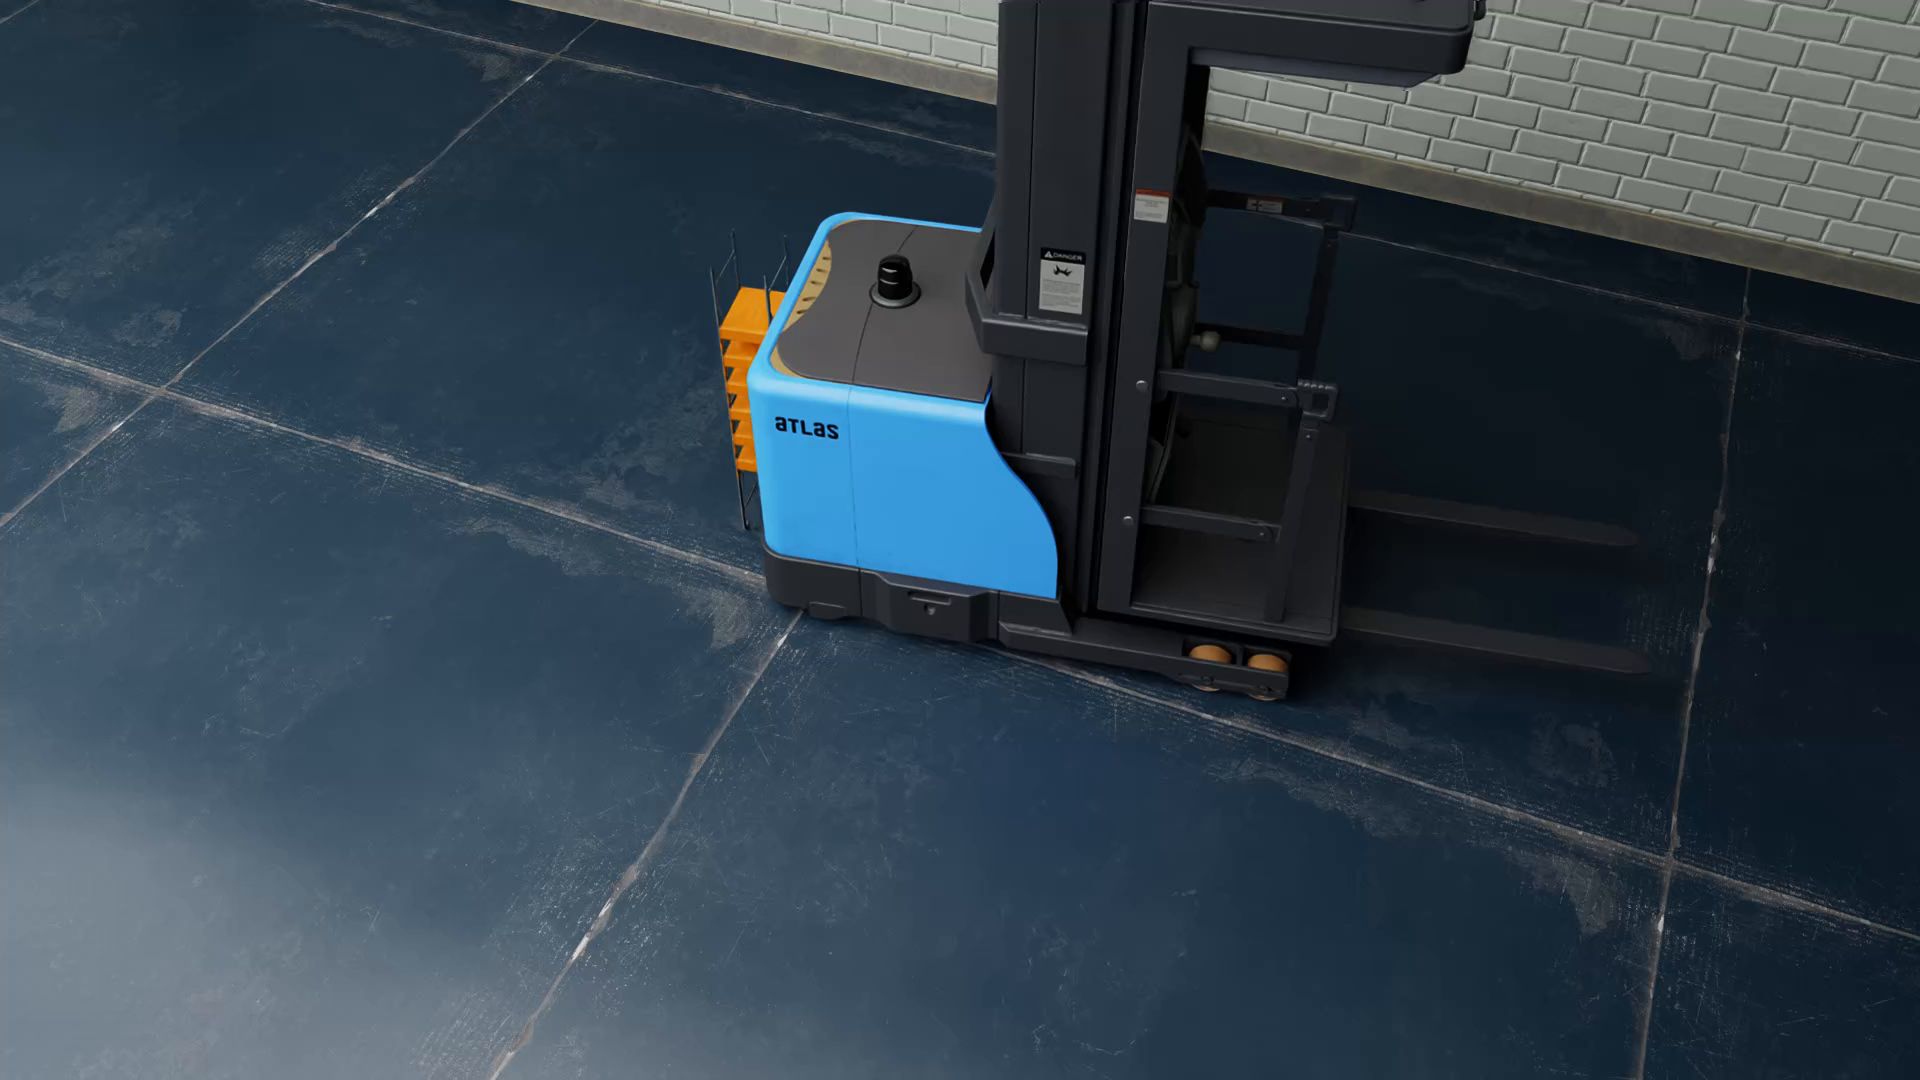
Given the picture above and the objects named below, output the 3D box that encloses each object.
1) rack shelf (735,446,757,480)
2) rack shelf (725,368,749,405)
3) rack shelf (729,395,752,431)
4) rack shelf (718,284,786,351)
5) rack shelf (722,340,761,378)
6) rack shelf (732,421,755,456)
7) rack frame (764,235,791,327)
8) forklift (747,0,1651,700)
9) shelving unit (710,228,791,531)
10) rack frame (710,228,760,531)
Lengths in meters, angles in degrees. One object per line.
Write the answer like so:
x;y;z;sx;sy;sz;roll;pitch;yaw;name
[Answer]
-0.700;-0.327;6.132;0.180;0.103;0.258;9;46;9;rack shelf
-0.700;-0.583;5.878;0.180;0.103;0.258;9;46;9;rack shelf
-0.700;-0.498;5.962;0.180;0.103;0.258;9;46;9;rack shelf
-0.700;-0.753;5.708;0.180;0.103;0.258;9;46;9;rack shelf
-0.700;-0.668;5.793;0.180;0.103;0.258;9;46;9;rack shelf
-0.700;-0.412;6.047;0.180;0.103;0.258;9;46;9;rack shelf
-0.611;-0.515;5.917;0.006;1.200;0.240;9;46;9;rack frame
0.876;-0.903;5.079;3.031;2.935;1.130;9;46;9;forklift
-0.700;-0.529;5.931;0.189;1.200;0.258;9;46;9;shelving unit
-0.789;-0.543;5.945;0.006;1.200;0.240;9;46;9;rack frame
